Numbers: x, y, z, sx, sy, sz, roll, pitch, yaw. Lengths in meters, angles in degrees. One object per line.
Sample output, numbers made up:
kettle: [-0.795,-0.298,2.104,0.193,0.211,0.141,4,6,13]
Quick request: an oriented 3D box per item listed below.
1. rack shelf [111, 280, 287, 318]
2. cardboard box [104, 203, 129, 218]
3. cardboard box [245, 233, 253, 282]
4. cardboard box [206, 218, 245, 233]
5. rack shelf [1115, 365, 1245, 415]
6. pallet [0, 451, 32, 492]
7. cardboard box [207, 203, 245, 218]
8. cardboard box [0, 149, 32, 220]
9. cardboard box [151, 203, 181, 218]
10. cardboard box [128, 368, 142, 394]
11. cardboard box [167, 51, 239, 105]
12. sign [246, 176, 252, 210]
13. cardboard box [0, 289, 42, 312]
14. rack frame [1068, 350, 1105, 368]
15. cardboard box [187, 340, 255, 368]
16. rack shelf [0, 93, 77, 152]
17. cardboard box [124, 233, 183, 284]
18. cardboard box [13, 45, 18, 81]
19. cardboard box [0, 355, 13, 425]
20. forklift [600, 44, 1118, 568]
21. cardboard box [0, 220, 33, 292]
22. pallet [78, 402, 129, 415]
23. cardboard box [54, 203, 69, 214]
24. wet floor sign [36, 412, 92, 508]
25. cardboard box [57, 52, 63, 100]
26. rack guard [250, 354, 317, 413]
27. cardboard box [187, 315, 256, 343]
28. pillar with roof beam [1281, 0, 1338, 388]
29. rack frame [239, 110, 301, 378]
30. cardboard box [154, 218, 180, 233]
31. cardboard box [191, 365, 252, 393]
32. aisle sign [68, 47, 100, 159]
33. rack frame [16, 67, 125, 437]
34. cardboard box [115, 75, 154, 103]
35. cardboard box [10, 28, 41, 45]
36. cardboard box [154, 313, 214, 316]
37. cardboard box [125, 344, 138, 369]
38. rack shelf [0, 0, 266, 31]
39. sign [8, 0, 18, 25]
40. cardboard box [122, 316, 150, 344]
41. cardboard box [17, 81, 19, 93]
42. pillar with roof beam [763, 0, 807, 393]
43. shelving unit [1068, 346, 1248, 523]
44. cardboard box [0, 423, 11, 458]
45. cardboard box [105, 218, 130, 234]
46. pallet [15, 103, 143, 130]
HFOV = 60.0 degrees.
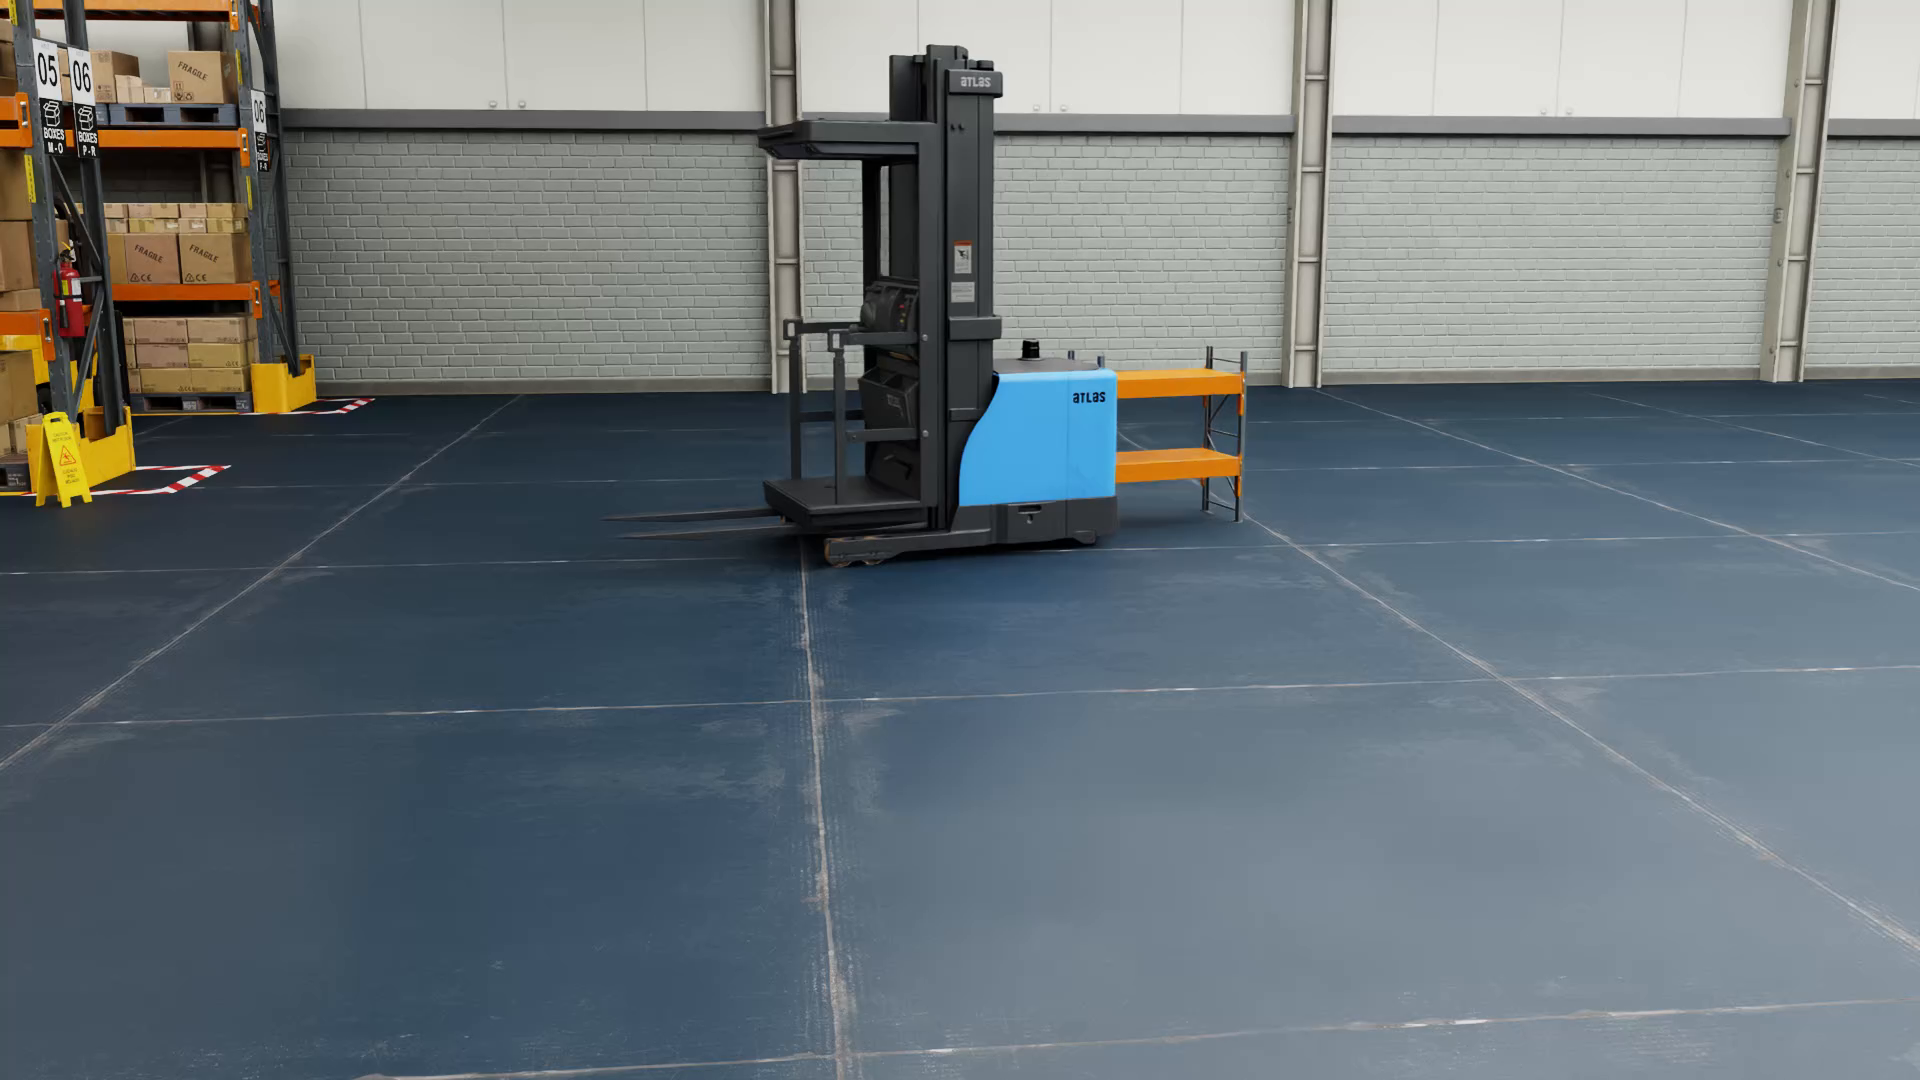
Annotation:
rack shelf: [-9.110,-2.483,17.087,4.000,0.370,1.077,-1,11,-6]
cardboard box: [-8.457,-3.304,16.685,0.250,0.149,0.380,-1,11,-5]
cardboard box: [-7.645,-2.970,17.439,0.500,0.500,0.500,-1,11,-4]
cardboard box: [-7.437,-3.184,16.847,0.250,0.149,0.380,-1,11,-5]
rack shelf: [1.280,-0.961,10.821,1.000,0.278,0.538,-4,12,-20]
pallet: [-7.469,-0.546,12.598,1.213,0.211,1.003,-1,11,-6]
cardboard box: [-7.455,-3.343,16.885,0.250,0.149,0.380,-1,11,-6]
cardboard box: [-7.067,-2.559,11.986,0.500,0.500,0.700,-1,11,-7]
cardboard box: [-7.955,-3.321,16.775,0.250,0.149,0.380,-1,11,-5]
cardboard box: [-8.549,-1.647,17.009,0.500,0.250,0.500,-1,11,-5]
cardboard box: [-7.536,-4.598,16.596,0.500,0.500,0.500,-1,11,-4]
sign: [-7.077,-3.458,16.564,0.005,0.325,0.100,-1,11,-6]
cardboard box: [-6.931,-1.754,12.164,0.250,0.149,0.380,-1,11,-4]
rack frame: [0.803,-0.639,10.703,0.032,1.125,0.500,-4,12,-20]
cardboard box: [-7.572,-1.910,17.050,0.500,0.250,0.500,-1,11,-7]
rack shelf: [-8.571,-3.003,11.956,4.000,0.370,1.077,-1,11,-6]
cardboard box: [-8.100,-2.857,16.866,0.500,0.500,0.500,-1,11,-4]
cardboard box: [-7.111,-3.511,12.291,0.500,0.250,0.500,-1,11,-7]
cardboard box: [-7.351,-1.084,12.201,0.500,0.500,0.500,-1,11,-6]
forklift: [-0.606,-1.395,9.864,3.031,2.935,1.130,-4,12,-20]
cardboard box: [-7.092,-2.057,12.024,0.500,0.500,0.500,-1,11,-7]
pallet: [-9.088,-1.461,17.251,1.213,0.211,1.003,-1,11,-6]
cardboard box: [-8.980,-3.310,16.717,0.250,0.149,0.380,-1,11,-5]
wet floor sign: [-6.278,-0.569,11.592,0.232,0.644,0.267,3,11,14]
cardboard box: [-9.151,-4.592,16.560,0.637,0.503,0.797,-1,11,-4]
rack guard: [-7.098,-1.652,17.473,0.348,0.500,1.175,-1,11,-6]
cardboard box: [-7.546,-2.156,17.005,0.500,0.250,0.500,-1,11,-4]
pillar with roof beam: [4.483,-5.404,14.529,0.400,9.000,9.100,-1,11,-6]
rack frame: [-7.122,-2.878,17.230,0.127,3.000,1.000,-1,11,-6]
cardboard box: [-7.952,-3.179,16.824,0.250,0.149,0.380,-1,11,-5]
cardboard box: [-7.555,-1.664,17.097,0.500,0.250,0.500,-1,11,-6]
aisle sign: [-6.554,-3.262,12.446,0.004,0.787,0.394,-1,11,-6]
rack frame: [-6.582,-1.926,12.388,0.127,3.000,1.000,-1,11,-6]
cardboard box: [-8.165,-4.458,16.492,0.258,0.266,0.396,-1,11,-6]
cardboard box: [-6.958,-3.697,12.207,0.250,0.149,0.380,-1,11,-6]
cardboard box: [-8.117,-2.240,17.435,0.500,0.250,0.500,-1,11,-6]
cardboard box: [-8.583,-1.887,16.932,0.500,0.250,0.500,-1,11,-7]
rack shelf: [-9.110,-5.230,16.547,4.000,0.370,1.077,-1,11,-6]
sign: [-6.542,-3.725,11.470,0.005,0.325,0.100,-1,11,-6]
cardboard box: [-8.554,-2.132,16.882,0.500,0.250,0.500,-1,11,-5]
cardboard box: [-6.947,-3.330,12.405,0.250,0.149,0.380,-1,11,-6]
pillar with roof beam: [-1.482,-5.279,13.893,0.400,9.000,9.100,-1,11,-6]
shelving unit: [1.280,-0.673,10.877,1.048,1.125,0.538,-4,12,-20]
cardboard box: [-7.381,-0.714,12.262,0.500,0.250,0.500,-1,11,-6]
cardboard box: [-8.460,-3.162,16.734,0.250,0.149,0.380,-2,11,-8]
pallet: [-9.043,-4.270,16.767,1.213,0.211,1.003,-1,11,-6]
